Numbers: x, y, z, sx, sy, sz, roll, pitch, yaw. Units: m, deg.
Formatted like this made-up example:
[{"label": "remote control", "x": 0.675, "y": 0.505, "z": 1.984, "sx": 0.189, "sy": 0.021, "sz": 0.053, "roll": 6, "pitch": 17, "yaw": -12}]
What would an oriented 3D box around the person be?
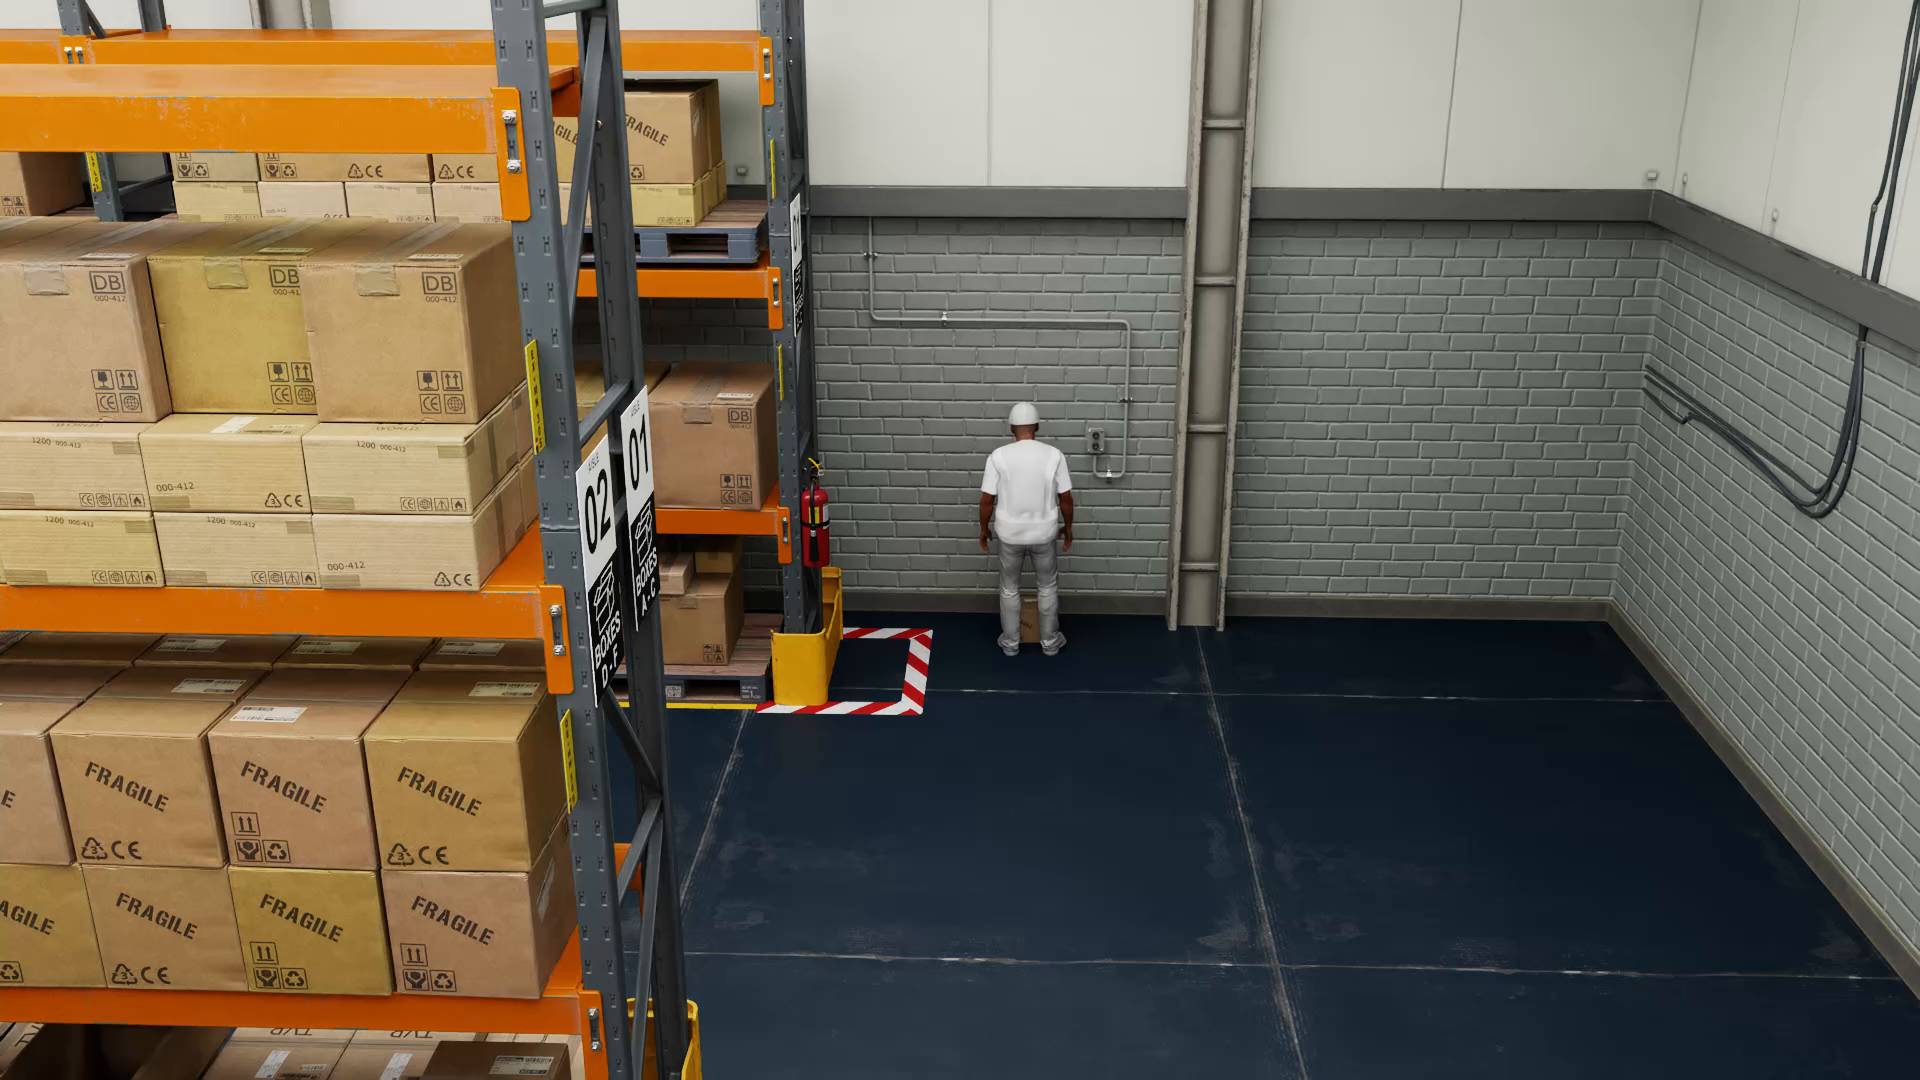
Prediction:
[{"label": "person", "x": 0.450, "y": -0.068, "z": 11.233, "sx": 0.637, "sy": 1.761, "sz": 0.458, "roll": 0, "pitch": 21, "yaw": 0}]
